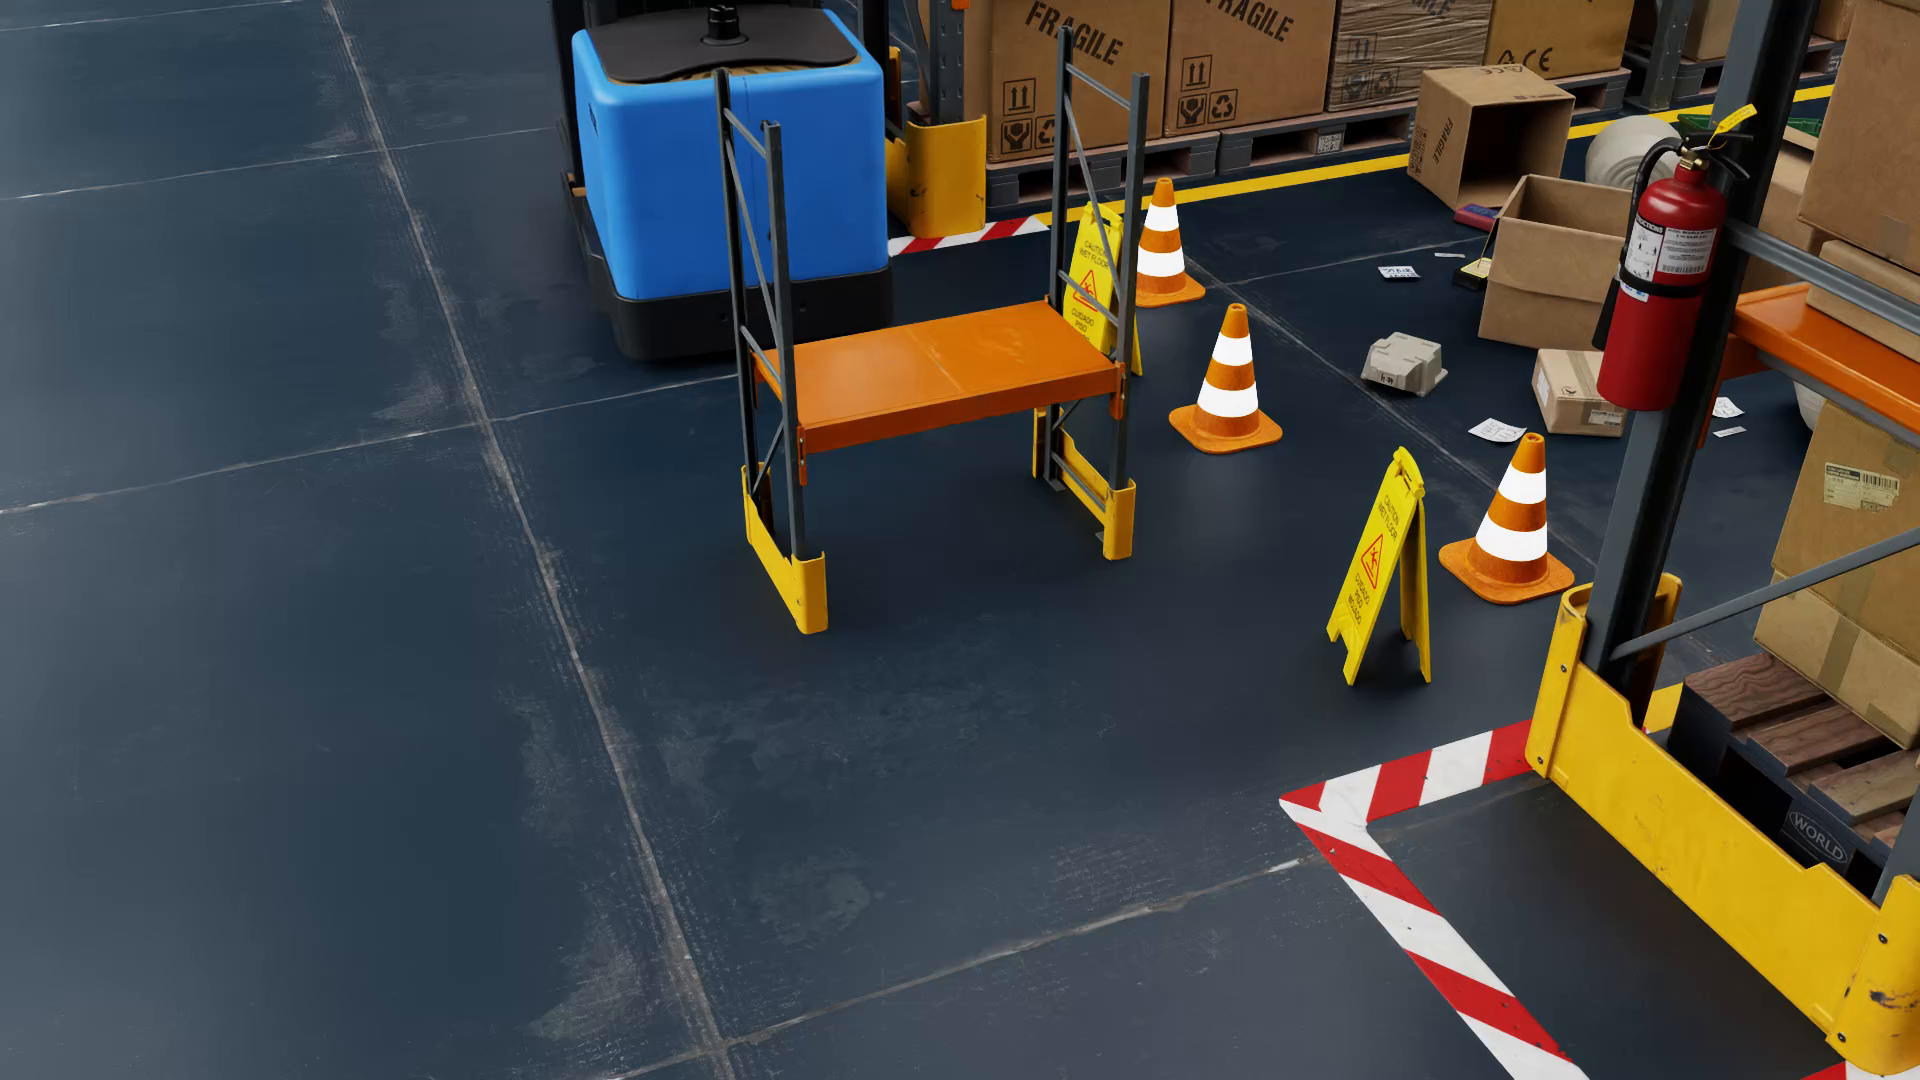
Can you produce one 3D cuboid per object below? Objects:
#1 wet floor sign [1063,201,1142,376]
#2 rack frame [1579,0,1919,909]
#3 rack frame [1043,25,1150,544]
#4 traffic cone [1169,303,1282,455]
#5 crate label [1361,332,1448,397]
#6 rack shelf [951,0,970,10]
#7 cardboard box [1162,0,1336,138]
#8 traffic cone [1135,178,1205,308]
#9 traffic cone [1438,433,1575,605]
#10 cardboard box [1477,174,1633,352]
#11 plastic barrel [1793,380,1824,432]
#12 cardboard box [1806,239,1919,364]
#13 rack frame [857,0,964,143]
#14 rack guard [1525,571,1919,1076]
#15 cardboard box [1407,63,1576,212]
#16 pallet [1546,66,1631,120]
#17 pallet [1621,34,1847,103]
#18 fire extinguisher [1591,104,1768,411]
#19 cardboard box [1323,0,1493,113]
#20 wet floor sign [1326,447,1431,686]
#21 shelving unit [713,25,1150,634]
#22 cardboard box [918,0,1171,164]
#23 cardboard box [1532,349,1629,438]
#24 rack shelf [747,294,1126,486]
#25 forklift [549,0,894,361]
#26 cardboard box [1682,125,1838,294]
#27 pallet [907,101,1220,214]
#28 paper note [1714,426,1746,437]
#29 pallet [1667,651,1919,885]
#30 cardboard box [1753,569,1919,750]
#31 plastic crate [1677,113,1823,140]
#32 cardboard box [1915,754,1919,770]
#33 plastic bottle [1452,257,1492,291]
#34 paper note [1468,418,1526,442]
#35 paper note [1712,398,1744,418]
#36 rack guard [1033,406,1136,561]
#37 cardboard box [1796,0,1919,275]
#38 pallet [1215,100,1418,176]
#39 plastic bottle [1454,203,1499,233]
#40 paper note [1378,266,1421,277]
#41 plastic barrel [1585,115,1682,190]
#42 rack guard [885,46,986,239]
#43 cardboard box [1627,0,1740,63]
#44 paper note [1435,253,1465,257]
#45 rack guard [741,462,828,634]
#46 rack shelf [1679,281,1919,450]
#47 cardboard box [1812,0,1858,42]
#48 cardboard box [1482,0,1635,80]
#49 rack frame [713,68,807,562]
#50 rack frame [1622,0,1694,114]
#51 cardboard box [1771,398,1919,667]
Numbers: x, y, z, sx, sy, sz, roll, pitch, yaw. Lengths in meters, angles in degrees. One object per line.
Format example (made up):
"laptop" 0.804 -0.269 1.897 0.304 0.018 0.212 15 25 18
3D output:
"wet floor sign" 0.510 -0.908 6.054 0.232 0.644 0.267 -19 38 -27
"rack frame" 1.780 -0.429 3.159 0.127 3.000 1.000 -13 35 -19
"rack frame" 0.390 -0.718 4.978 0.032 1.500 0.500 -13 35 -19
"traffic cone" 0.934 -0.591 5.735 0.334 0.463 0.336 -13 35 -19
"crate label" 1.635 -0.652 6.127 0.250 0.136 0.298 23 39 30
"rack shelf" 1.615 -3.017 7.797 4.000 0.370 1.077 -13 35 -19
"cardboard box" 1.181 -2.545 7.975 0.875 0.875 0.875 -13 35 -20
"traffic cone" 0.810 -1.232 6.718 0.334 0.463 0.336 -13 35 -19
"traffic cone" 1.677 -0.105 4.987 0.334 0.463 0.336 -13 35 -19
"cardboard box" 2.419 -1.027 6.366 0.797 0.503 0.637 16 36 23
"plastic barrel" 3.098 -0.546 5.702 0.421 0.421 0.512 10 34 14
"cardboard box" 2.042 -0.510 3.514 0.250 0.149 0.380 -12 35 -17
"rack frame" -0.229 -2.897 6.952 0.127 3.000 1.000 -13 35 -19
"rack guard" 1.850 0.603 3.865 0.348 0.500 1.175 -13 35 -19
"cardboard box" 2.425 -1.851 7.634 0.500 0.500 0.500 -7 34 -11
"pallet" 2.727 -2.451 8.824 1.213 0.211 1.003 -13 35 -19
"pallet" 4.141 -2.773 9.319 1.213 0.211 1.003 -13 35 -19
"fire extinguisher" 1.496 -0.604 3.499 0.183 0.674 0.296 -13 35 -19
"cardboard box" 2.022 -2.737 8.269 0.875 0.875 0.875 -13 35 -19
"wet floor sign" 1.191 0.060 4.566 0.232 0.644 0.267 -2 33 -2
"shelving unit" -0.070 -0.613 4.816 1.083 1.500 0.587 -13 35 -19
"cardboard box" 0.370 -2.359 7.688 0.875 0.875 0.875 -13 35 -19
"cardboard box" 2.206 -0.526 5.923 0.250 0.149 0.380 4 33 6
"rack shelf" -0.079 -0.460 4.911 1.000 0.185 0.538 -13 35 -19
"forklift" -1.178 -2.688 6.693 1.130 2.935 3.031 -10 34 -14
"cardboard box" 3.278 -1.285 6.639 0.503 0.637 0.797 -13 35 -19
"pallet" 0.477 -1.936 8.032 1.213 0.211 1.003 -13 35 -19
"paper note" 2.697 -0.380 5.824 0.123 0.001 0.032 -13 35 -19
"pallet" 2.613 0.570 4.180 1.213 0.211 1.003 -13 35 -19
"cardboard box" 2.443 0.237 4.272 0.500 0.250 0.500 -13 35 -19
"plastic crate" 3.806 -1.891 7.932 0.662 0.188 0.450 4 23 6
"cardboard box" 2.631 0.516 3.842 0.500 0.250 0.500 -13 35 -19
"plastic bottle" 2.182 -1.116 6.910 0.283 0.061 0.133 -27 42 -35
"paper note" 1.881 -0.385 5.814 0.142 0.019 0.148 -27 42 -35
"paper note" 2.722 -0.484 5.977 0.142 0.019 0.148 -2 33 -2
"rack guard" 0.389 -0.194 5.319 0.087 0.250 0.587 -13 35 -19
"cardboard box" 2.174 -0.849 3.440 0.500 0.500 0.500 -14 35 -20
"pallet" 1.601 -2.192 8.425 1.213 0.211 1.003 -13 35 -19
"plastic bottle" 2.349 -1.414 7.367 0.133 0.061 0.283 -27 42 -35
"paper note" 1.835 -1.120 6.945 0.142 0.017 0.144 -2 33 -2
"plastic barrel" 3.006 -1.651 7.399 0.421 0.421 0.512 10 34 14
"rack guard" -0.252 -1.844 7.626 0.348 0.500 1.175 -13 35 -19
"cardboard box" 3.996 -3.151 9.020 0.750 0.750 1.050 -13 35 -19
"paper note" 2.095 -1.218 7.112 0.123 0.001 0.032 4 33 6
"rack guard" -0.529 0.016 4.996 0.087 0.250 0.587 -13 35 -19
"rack shelf" 3.624 -0.550 4.004 4.000 0.370 1.077 -13 35 -19
"cardboard box" 4.887 -3.352 9.330 0.750 0.750 1.050 -13 35 -19
"cardboard box" 2.852 -2.929 8.565 0.875 0.875 0.875 -12 35 -18
"rack frame" -0.547 -0.503 4.648 0.032 1.500 0.500 -13 35 -19
"rack frame" 3.459 -3.741 8.250 0.127 3.000 1.000 -13 35 -19
"cardboard box" 2.418 -0.067 4.051 0.500 0.500 0.500 -13 35 -19
